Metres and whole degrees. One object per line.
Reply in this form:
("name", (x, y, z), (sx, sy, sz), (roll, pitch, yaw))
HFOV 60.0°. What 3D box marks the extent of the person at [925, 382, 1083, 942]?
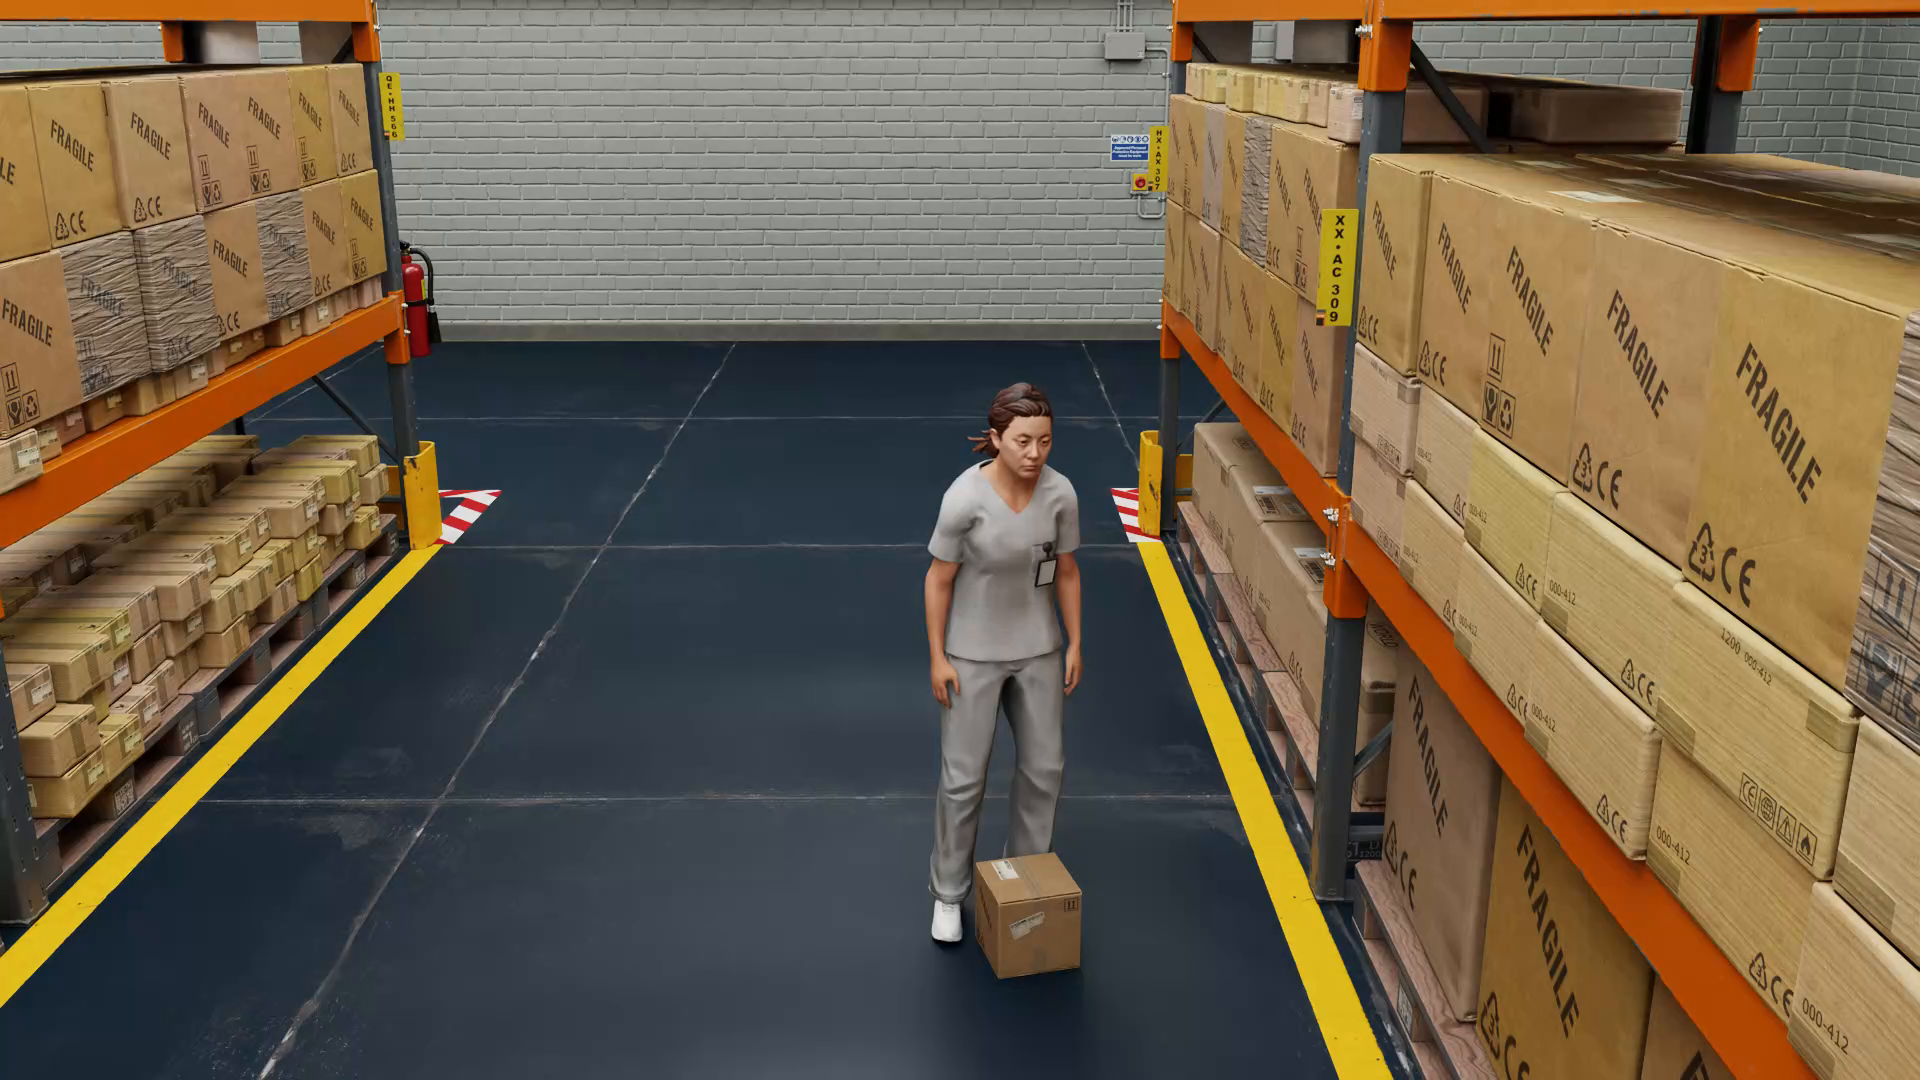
("person", (0.129, 0.352, 4.912), (0.508, 1.671, 0.362), (-5, 18, -17))
